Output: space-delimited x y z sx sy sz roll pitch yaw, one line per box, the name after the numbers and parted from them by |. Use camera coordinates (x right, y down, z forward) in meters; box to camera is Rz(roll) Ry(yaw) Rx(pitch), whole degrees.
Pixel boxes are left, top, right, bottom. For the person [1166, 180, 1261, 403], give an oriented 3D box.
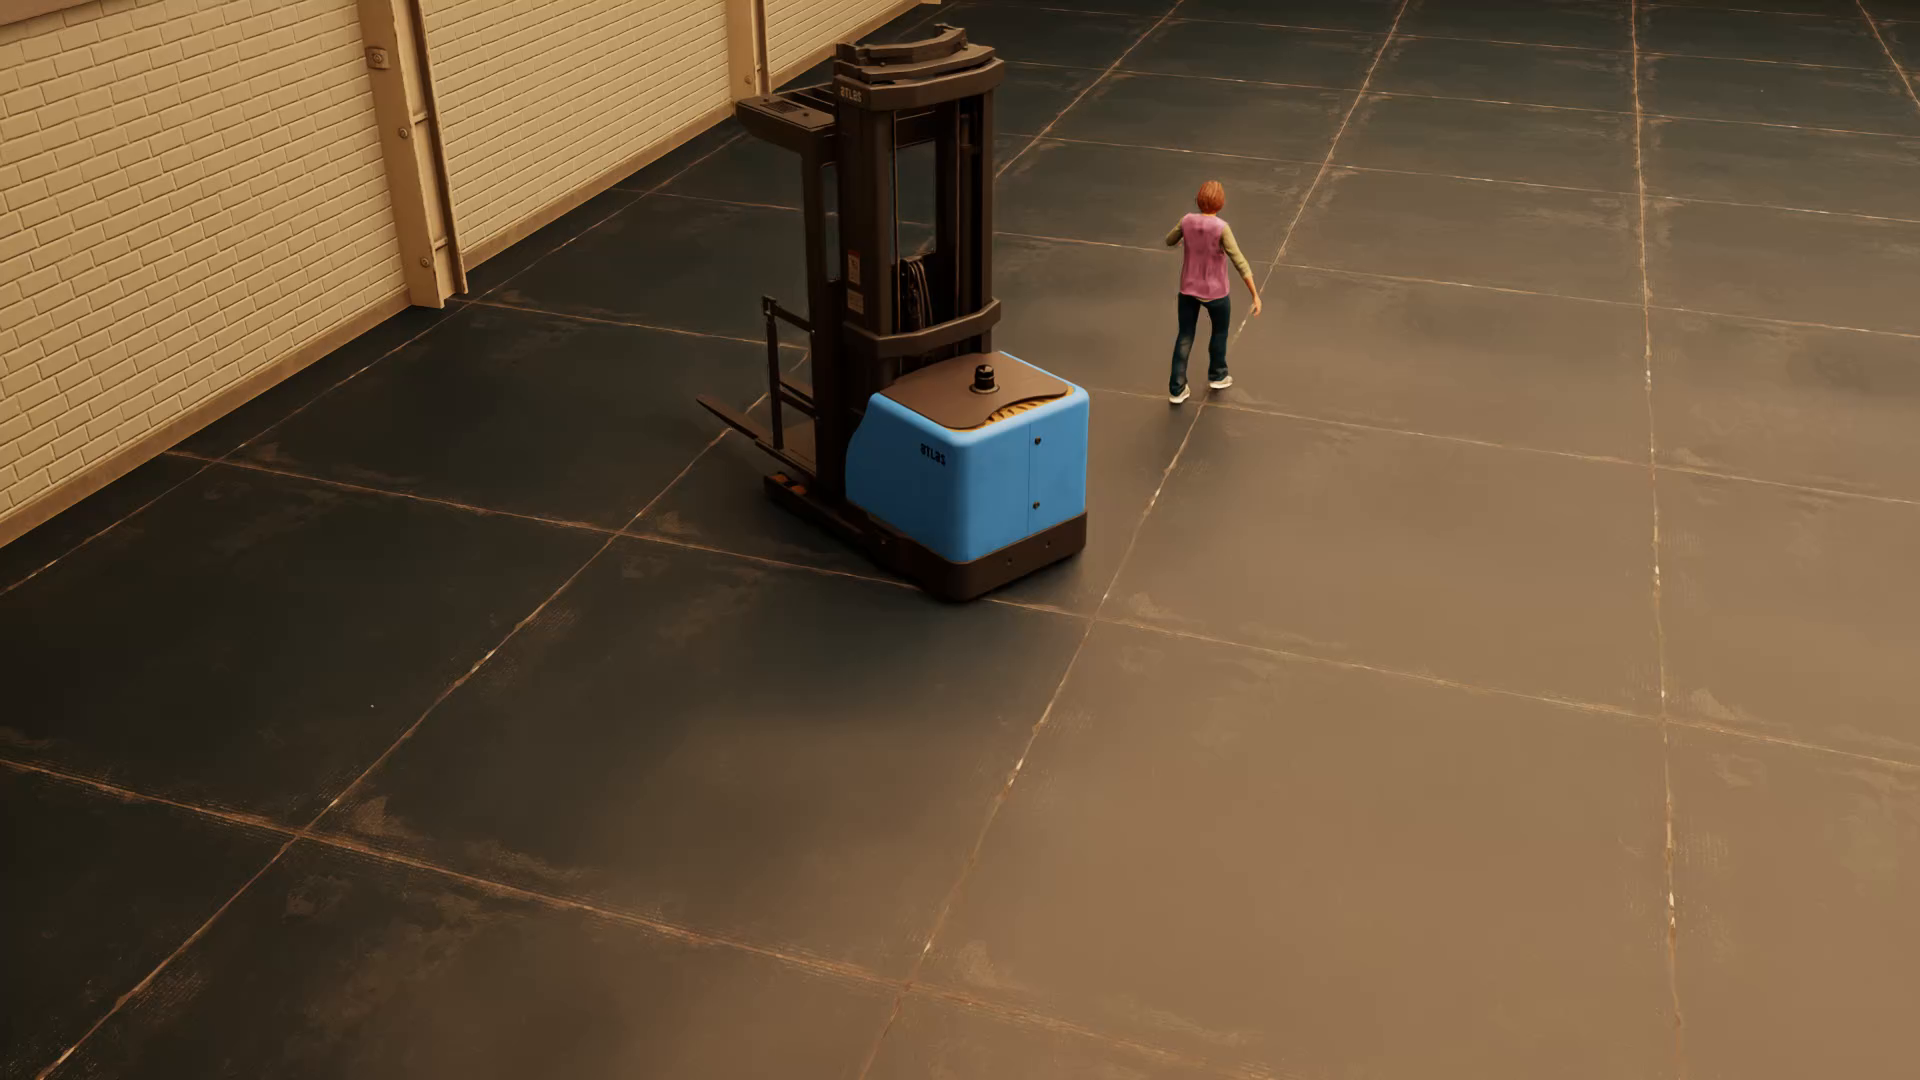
1.751 -1.727 11.571 0.834 1.575 0.681 16 33 25 | person

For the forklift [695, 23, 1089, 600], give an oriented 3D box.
-0.582 -1.591 9.928 1.130 2.935 3.031 -23 37 -34 | forklift
